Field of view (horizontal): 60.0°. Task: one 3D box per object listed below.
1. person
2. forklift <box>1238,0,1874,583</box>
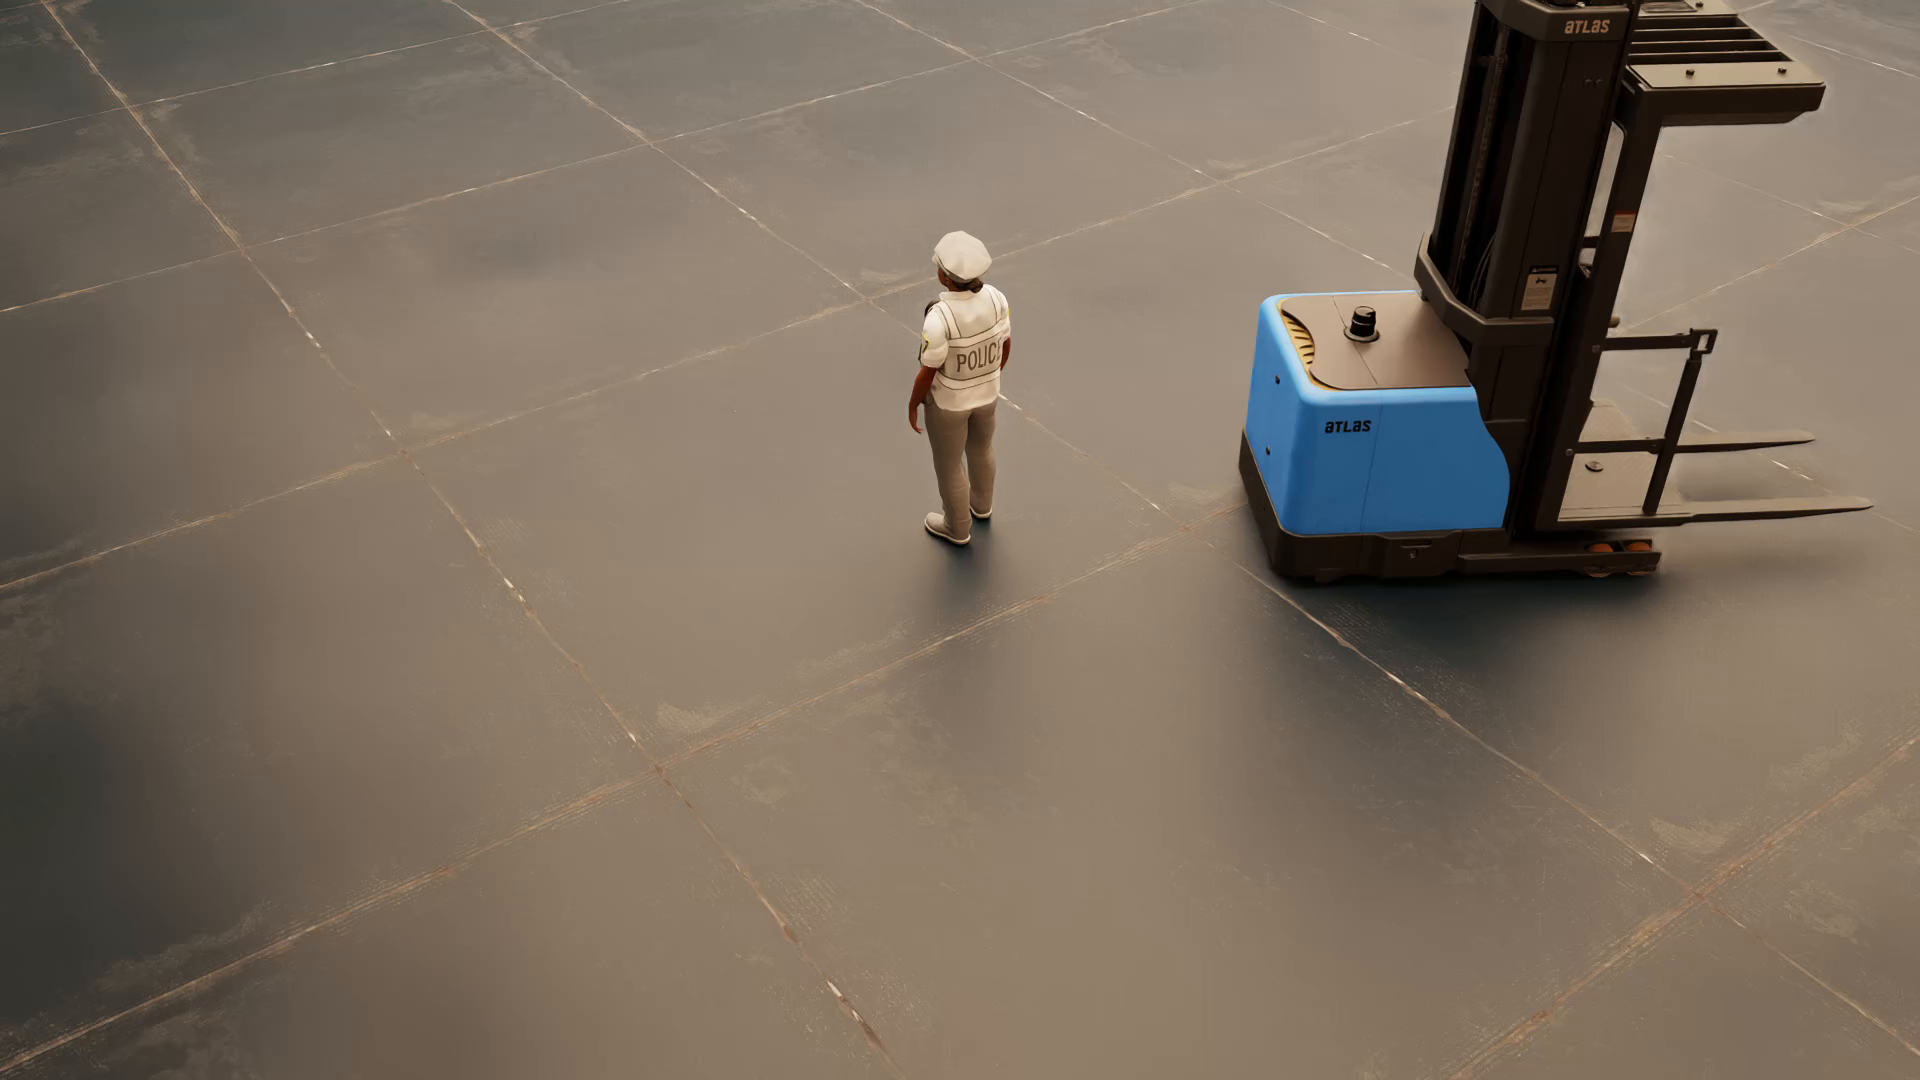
[{"bbox_3d":[-0.028,-0.731,7.960,0.570,1.697,0.528,-23,42,-28],"label":"person"},{"bbox_3d":[3.014,-1.308,7.714,3.031,2.935,1.130,-2,37,-3],"label":"forklift"}]
